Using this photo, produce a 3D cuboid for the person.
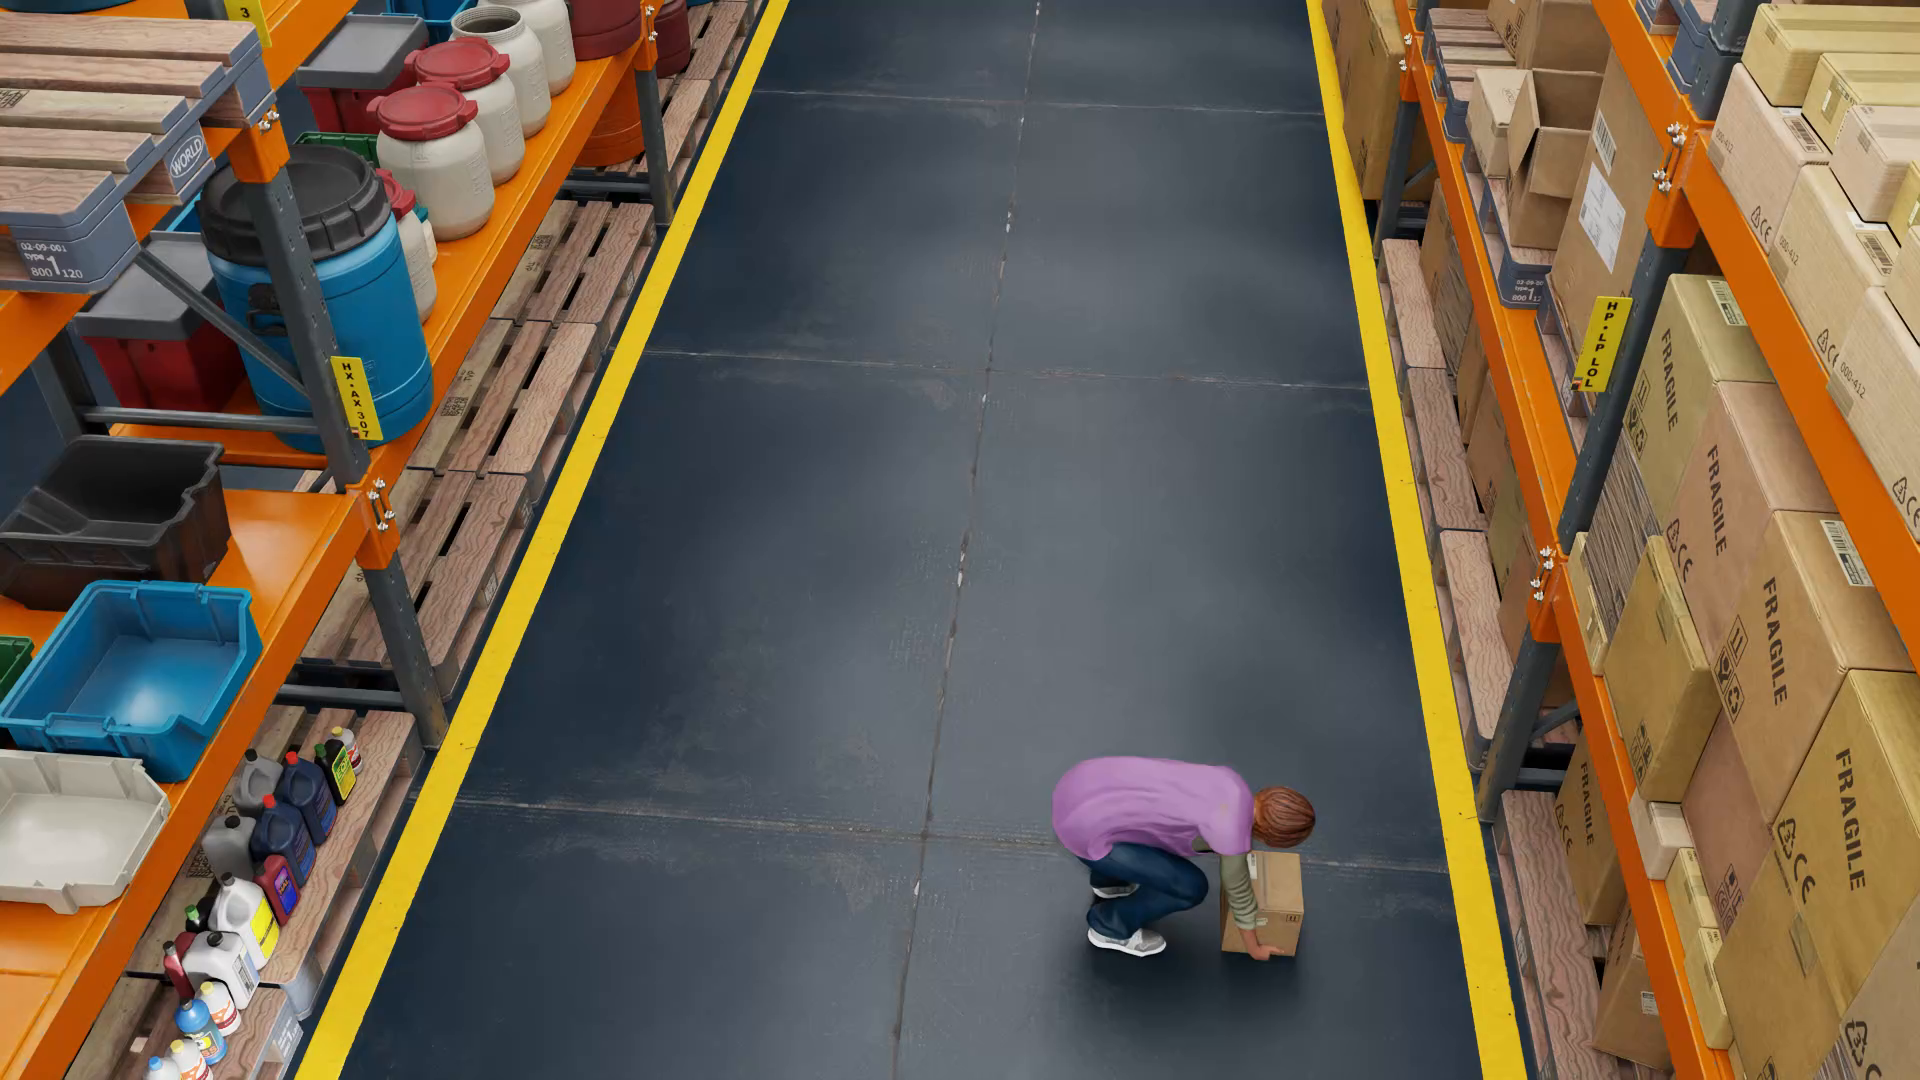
[{"bbox_3d":[0.736,1.007,5.566,0.855,0.846,0.429,1,41,2],"label":"person"}]
